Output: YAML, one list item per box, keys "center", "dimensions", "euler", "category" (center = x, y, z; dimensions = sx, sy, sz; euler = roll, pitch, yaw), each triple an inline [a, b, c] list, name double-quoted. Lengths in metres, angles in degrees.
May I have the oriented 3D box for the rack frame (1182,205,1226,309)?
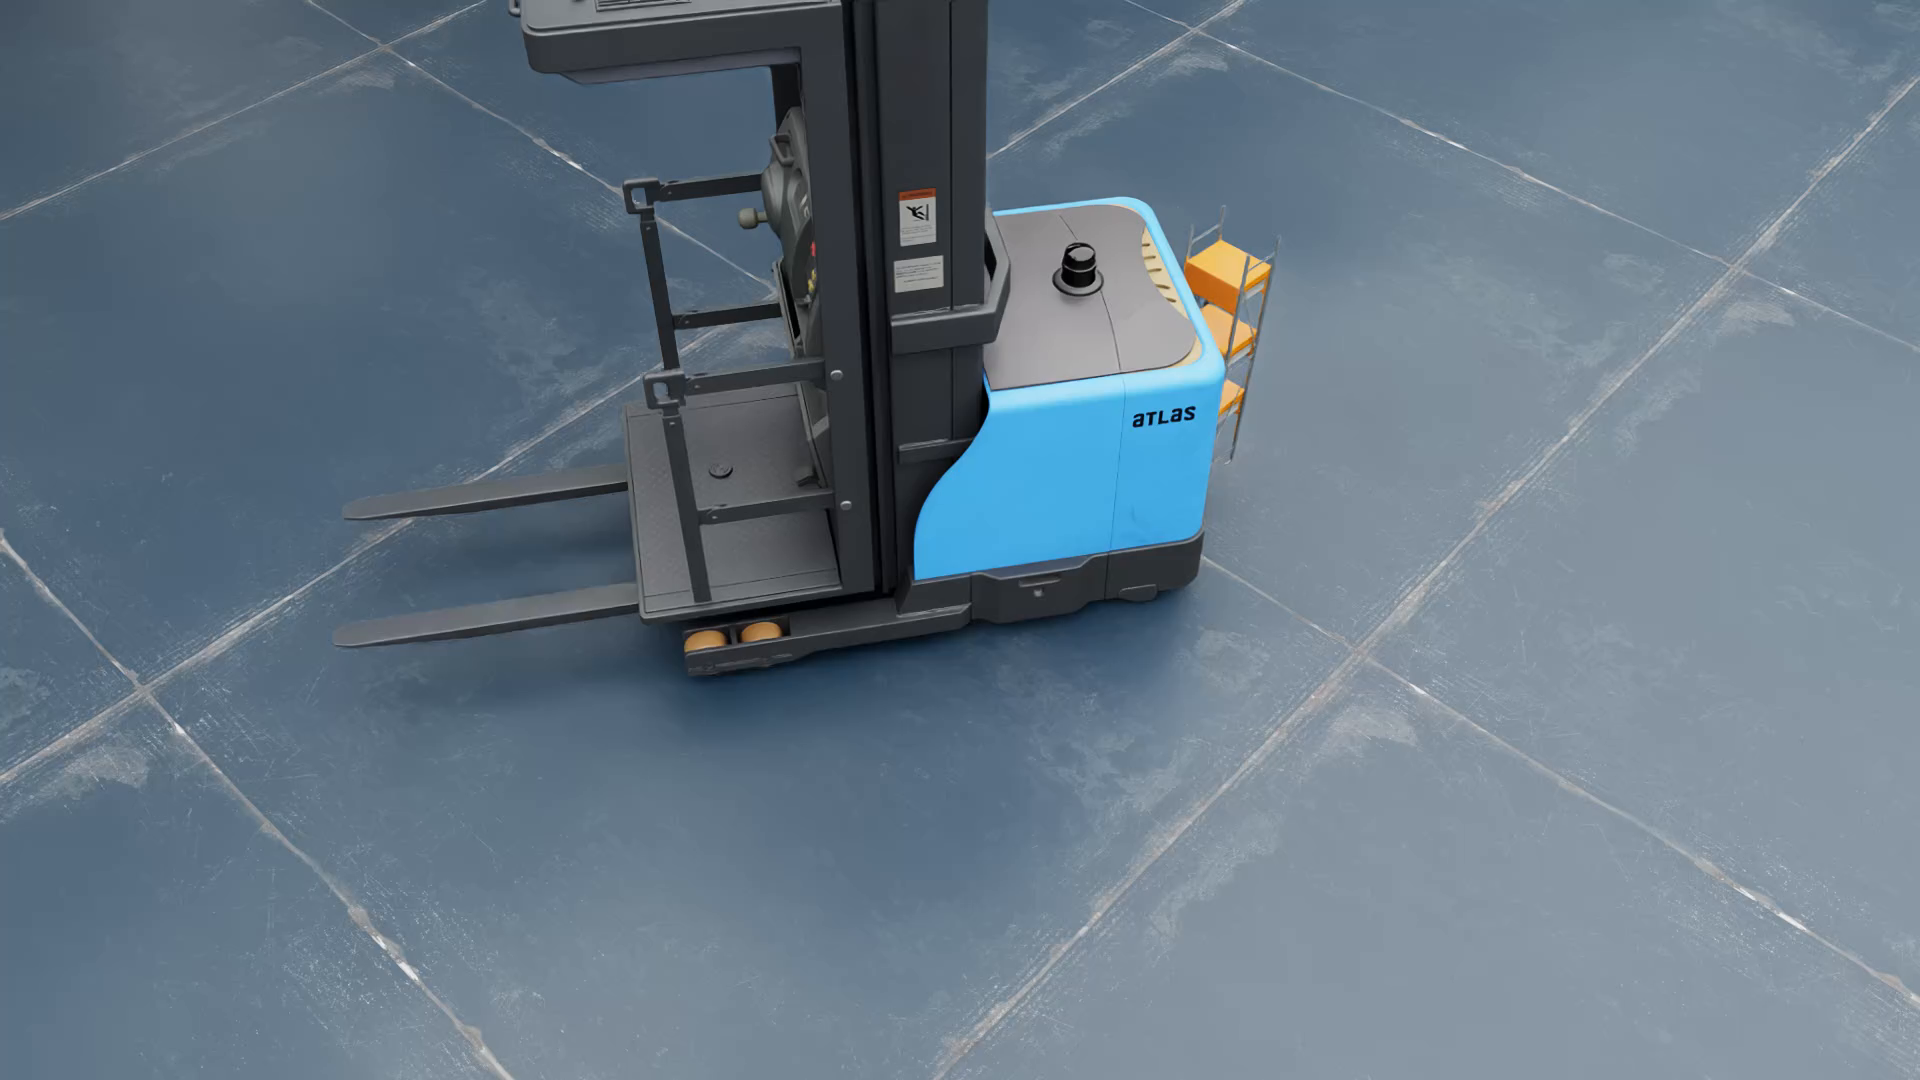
- center: [0.852, -0.767, 6.240]
  dimensions: [0.008, 1.050, 0.200]
  euler: [35, 52, 28]
  category: "rack frame"

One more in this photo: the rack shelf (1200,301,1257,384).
- center: [0.940, -0.698, 6.190]
  dimensions: [0.240, 0.259, 0.215]
  euler: [35, 52, 28]
  category: "rack shelf"

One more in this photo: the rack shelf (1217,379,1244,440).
- center: [0.926, -0.498, 6.383]
  dimensions: [0.240, 0.259, 0.215]
  euler: [35, 52, 28]
  category: "rack shelf"

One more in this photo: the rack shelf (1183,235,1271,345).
- center: [0.954, -0.902, 5.993]
  dimensions: [0.240, 0.259, 0.215]
  euler: [35, 52, 28]
  category: "rack shelf"

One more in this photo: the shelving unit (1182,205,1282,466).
- center: [0.940, -0.706, 6.183]
  dimensions: [0.252, 1.050, 0.215]
  euler: [35, 52, 28]
  category: "shelving unit"

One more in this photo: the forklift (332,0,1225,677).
- center: [-0.700, -0.952, 5.134]
  dimensions: [3.031, 2.935, 1.130]
  euler: [-8, 47, -8]
  category: "forklift"

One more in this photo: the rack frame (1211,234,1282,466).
- center: [1.029, -0.644, 6.125]
  dimensions: [0.008, 1.050, 0.200]
  euler: [35, 52, 28]
  category: "rack frame"
